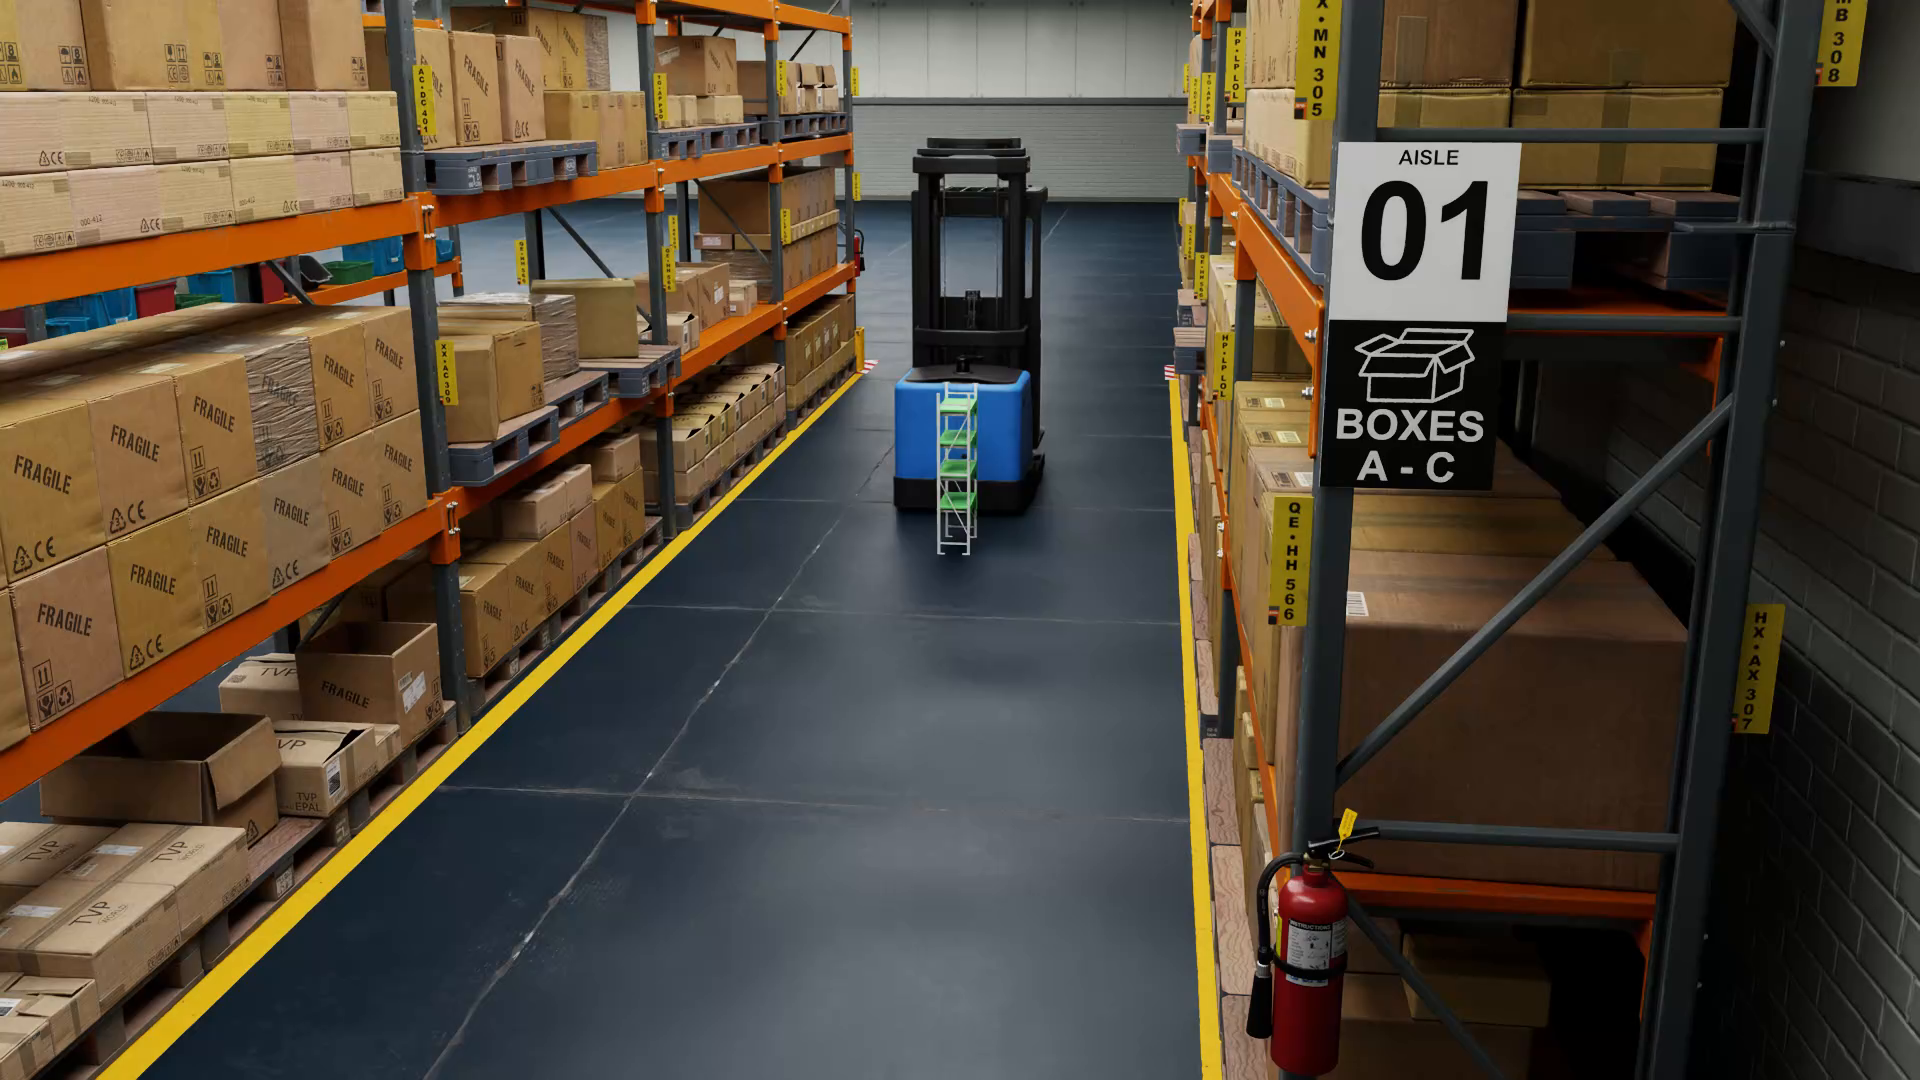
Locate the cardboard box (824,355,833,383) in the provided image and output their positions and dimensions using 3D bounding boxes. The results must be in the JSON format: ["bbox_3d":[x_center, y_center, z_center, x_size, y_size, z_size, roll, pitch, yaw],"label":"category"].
[{"bbox_3d":[-1.696,-1.887,18.358,0.500,0.250,0.500,2,15,6],"label":"cardboard box"}]

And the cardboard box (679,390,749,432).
[{"bbox_3d":[-2.155,-1.149,14.555,0.500,0.311,0.500,2,15,6],"label":"cardboard box"}]

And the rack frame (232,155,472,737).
[{"bbox_3d":[-3.125,-0.437,8.530,1.000,3.000,0.127,2,15,6],"label":"rack frame"}]

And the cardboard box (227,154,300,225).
[{"bbox_3d":[-3.031,-1.419,6.704,0.500,0.250,0.500,2,15,6],"label":"cardboard box"}]

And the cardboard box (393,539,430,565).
[{"bbox_3d":[-3.290,0.293,9.777,0.500,0.500,0.500,2,15,6],"label":"cardboard box"}]

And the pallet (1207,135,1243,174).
[{"bbox_3d":[2.228,-2.517,10.841,1.213,0.211,1.003,2,15,9],"label":"pallet"}]

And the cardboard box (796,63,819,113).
[{"bbox_3d":[-1.912,-4.703,17.291,0.797,0.503,0.637,3,16,12],"label":"cardboard box"}]

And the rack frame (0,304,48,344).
[{"bbox_3d":[-7.595,-1.621,12.910,1.000,3.000,0.127,2,15,6],"label":"rack frame"}]

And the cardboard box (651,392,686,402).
[{"bbox_3d":[-2.689,-1.159,14.590,0.500,0.311,0.500,2,15,8],"label":"cardboard box"}]

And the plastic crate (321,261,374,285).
[{"bbox_3d":[-6.710,-2.900,18.046,0.450,0.188,0.662,2,15,6],"label":"plastic crate"}]

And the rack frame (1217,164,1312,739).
[{"bbox_3d":[1.797,-0.292,7.994,1.000,3.000,0.127,2,15,6],"label":"rack frame"}]

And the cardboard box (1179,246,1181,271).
[{"bbox_3d":[2.781,-3.224,19.088,0.500,0.250,0.500,1,15,5],"label":"cardboard box"}]

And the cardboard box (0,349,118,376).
[{"bbox_3d":[-3.632,-0.453,6.482,0.500,0.500,0.500,2,15,8],"label":"cardboard box"}]

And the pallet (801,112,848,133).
[{"bbox_3d":[-1.877,-4.772,18.985,1.003,0.211,1.213,2,15,6],"label":"pallet"}]

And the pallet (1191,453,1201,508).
[{"bbox_3d":[2.478,-0.501,14.111,1.003,0.211,1.213,2,15,6],"label":"pallet"}]

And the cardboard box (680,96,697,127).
[{"bbox_3d":[-2.499,-3.596,13.950,0.500,0.250,0.500,0,15,2],"label":"cardboard box"}]

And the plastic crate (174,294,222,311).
[{"bbox_3d":[-7.060,-2.096,15.073,0.450,0.188,0.662,2,15,6],"label":"plastic crate"}]

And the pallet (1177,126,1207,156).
[{"bbox_3d":[2.410,-3.298,13.725,1.213,0.211,1.003,2,15,6],"label":"pallet"}]

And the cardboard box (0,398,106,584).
[{"bbox_3d":[-3.213,-0.173,5.449,0.500,0.500,0.500,2,15,7],"label":"cardboard box"}]

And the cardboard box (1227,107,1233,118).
[{"bbox_3d":[2.419,-3.606,13.510,0.500,0.500,0.500,1,15,4],"label":"cardboard box"}]

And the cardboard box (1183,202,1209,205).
[{"bbox_3d":[2.799,-3.588,18.998,0.500,0.500,0.500,2,15,6],"label":"cardboard box"}]

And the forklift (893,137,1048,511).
[{"bbox_3d":[0.169,-1.983,14.379,1.130,2.935,3.031,2,15,7],"label":"forklift"}]

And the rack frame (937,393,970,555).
[{"bbox_3d":[-0.046,-0.473,12.113,0.240,1.200,0.015,2,15,6],"label":"rack frame"}]

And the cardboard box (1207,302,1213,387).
[{"bbox_3d":[1.871,-1.277,10.837,0.500,0.500,0.500,2,15,8],"label":"cardboard box"}]

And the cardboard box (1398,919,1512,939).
[{"bbox_3d":[1.566,1.159,5.371,0.380,0.149,0.250,2,15,6],"label":"cardboard box"}]

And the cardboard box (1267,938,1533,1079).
[{"bbox_3d":[1.325,1.565,5.111,0.700,0.500,0.500,2,15,6],"label":"cardboard box"}]

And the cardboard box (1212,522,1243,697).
[{"bbox_3d":[1.741,0.371,8.858,0.750,0.750,0.750,2,15,7],"label":"cardboard box"}]

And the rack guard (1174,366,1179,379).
[{"bbox_3d":[3.142,-2.178,19.758,1.175,0.500,0.348,2,15,6],"label":"rack guard"}]

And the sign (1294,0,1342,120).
[{"bbox_3d":[0.808,-1.111,3.733,0.100,0.325,0.005,2,15,6],"label":"sign"}]

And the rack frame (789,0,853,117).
[{"bbox_3d":[-1.771,-6.445,19.257,1.000,3.000,0.127,2,15,6],"label":"rack frame"}]

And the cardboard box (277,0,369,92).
[{"bbox_3d":[-3.142,-2.288,7.525,0.700,0.500,0.500,2,15,6],"label":"cardboard box"}]

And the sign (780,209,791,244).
[{"bbox_3d":[-1.683,-3.019,16.013,0.100,0.325,0.005,2,15,6],"label":"sign"}]

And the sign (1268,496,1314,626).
[{"bbox_3d":[0.808,0.053,4.048,0.100,0.325,0.005,2,15,6],"label":"sign"}]

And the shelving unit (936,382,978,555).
[{"bbox_3d":[-0.019,-0.536,12.347,0.258,1.200,0.503,2,15,6],"label":"shelving unit"}]

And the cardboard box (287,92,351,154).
[{"bbox_3d":[-2.970,-1.790,7.118,0.500,0.250,0.500,2,15,6],"label":"cardboard box"}]

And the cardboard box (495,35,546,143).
[{"bbox_3d":[-2.848,-2.658,9.813,0.600,0.600,0.600,1,15,4],"label":"cardboard box"}]

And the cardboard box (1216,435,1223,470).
[{"bbox_3d":[1.604,-0.478,9.128,0.380,0.149,0.250,2,15,6],"label":"cardboard box"}]

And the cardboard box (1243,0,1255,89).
[{"bbox_3d":[1.438,-2.104,6.803,0.500,0.500,0.500,2,15,6],"label":"cardboard box"}]

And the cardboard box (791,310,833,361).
[{"bbox_3d":[-1.692,-2.249,18.259,0.500,0.500,0.500,2,15,6],"label":"cardboard box"}]

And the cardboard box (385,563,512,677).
[{"bbox_3d":[-2.829,0.439,9.236,0.500,0.500,0.500,1,15,4],"label":"cardboard box"}]

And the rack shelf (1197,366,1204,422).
[{"bbox_3d":[2.474,-1.501,13.843,1.077,0.370,4.000,2,15,6],"label":"rack shelf"}]

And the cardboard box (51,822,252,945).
[{"bbox_3d":[-3.121,1.324,6.445,0.500,0.250,0.500,2,15,6],"label":"cardboard box"}]

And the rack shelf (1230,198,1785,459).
[{"bbox_3d":[1.571,-0.874,5.778,1.077,0.370,4.000,2,15,6],"label":"rack shelf"}]

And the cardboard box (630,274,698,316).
[{"bbox_3d":[-2.501,-1.958,13.965,0.500,0.500,0.500,1,15,3],"label":"cardboard box"}]

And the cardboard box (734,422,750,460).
[{"bbox_3d":[-2.156,-0.875,14.615,0.500,0.250,0.500,2,15,7],"label":"cardboard box"}]

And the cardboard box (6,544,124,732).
[{"bbox_3d":[-3.212,0.311,5.573,0.500,0.500,0.500,2,15,6],"label":"cardboard box"}]

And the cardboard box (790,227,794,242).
[{"bbox_3d":[-1.916,-3.137,17.083,0.380,0.149,0.250,2,15,6],"label":"cardboard box"}]

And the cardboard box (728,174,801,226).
[{"bbox_3d":[-2.066,-3.562,17.413,0.700,0.500,0.500,2,15,6],"label":"cardboard box"}]

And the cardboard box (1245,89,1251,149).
[{"bbox_3d":[1.457,-1.747,6.920,0.500,0.250,0.500,2,15,6],"label":"cardboard box"}]

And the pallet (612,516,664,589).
[{"bbox_3d":[-2.796,0.065,12.019,1.003,0.211,1.213,2,15,6],"label":"pallet"}]

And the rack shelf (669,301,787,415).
[{"bbox_3d":[-2.448,-1.645,14.379,1.077,0.370,4.000,2,15,6],"label":"rack shelf"}]

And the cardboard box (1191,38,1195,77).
[{"bbox_3d":[2.587,-4.771,16.669,0.500,0.500,0.500,1,15,4],"label":"cardboard box"}]

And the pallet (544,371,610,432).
[{"bbox_3d":[-2.889,-0.877,10.526,1.003,0.211,1.213,2,15,6],"label":"pallet"}]

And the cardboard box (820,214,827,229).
[{"bbox_3d":[-1.713,-3.606,18.818,0.380,0.149,0.250,2,15,7],"label":"cardboard box"}]

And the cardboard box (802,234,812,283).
[{"bbox_3d":[-2.009,-3.075,18.096,0.700,0.500,0.500,2,15,8],"label":"cardboard box"}]

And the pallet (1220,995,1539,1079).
[{"bbox_3d":[1.358,1.882,5.297,1.003,0.211,1.213,2,15,6],"label":"pallet"}]
